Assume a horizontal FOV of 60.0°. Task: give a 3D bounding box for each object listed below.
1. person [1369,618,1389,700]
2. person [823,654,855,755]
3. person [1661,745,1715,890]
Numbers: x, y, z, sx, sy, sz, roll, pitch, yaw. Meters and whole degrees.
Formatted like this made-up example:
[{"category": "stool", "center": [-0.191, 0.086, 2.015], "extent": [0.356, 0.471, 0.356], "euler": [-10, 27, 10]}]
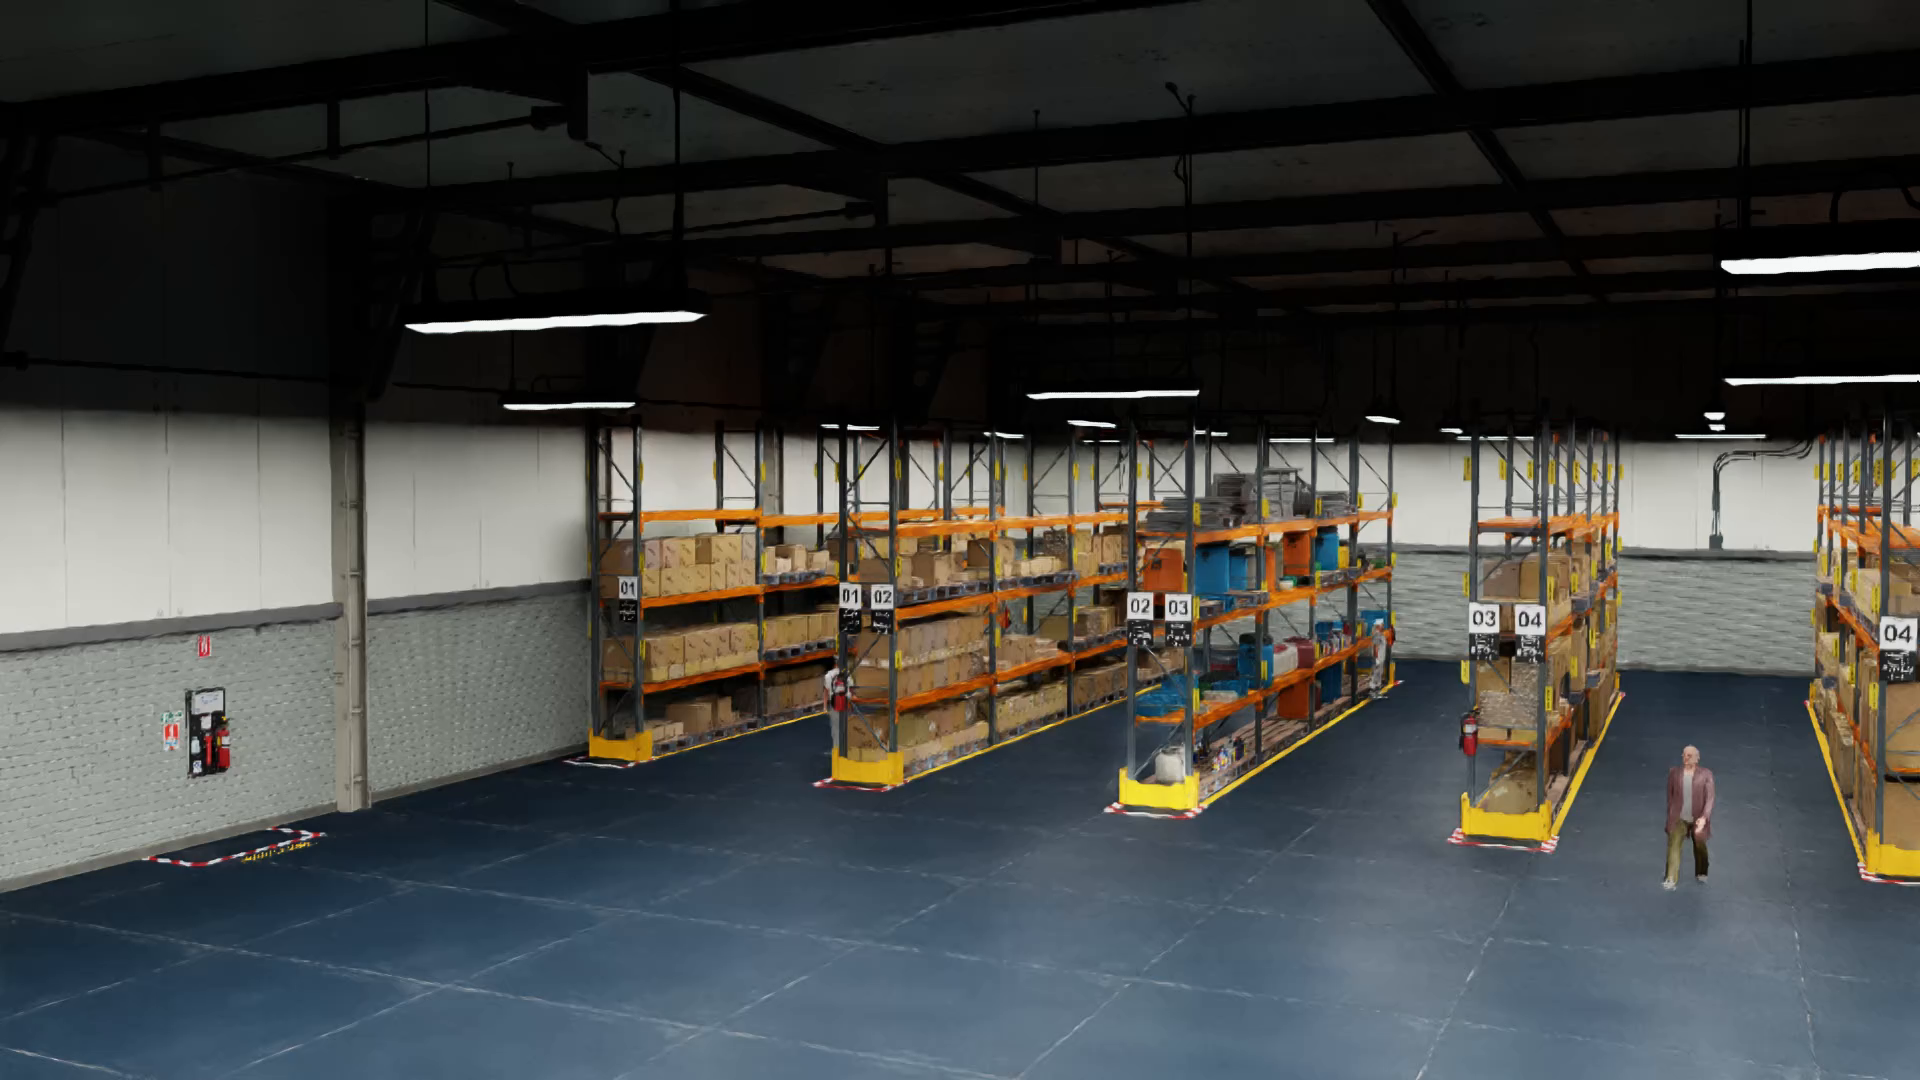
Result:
[{"category": "person", "center": [9.182, 2.596, 36.450], "extent": [0.399, 1.789, 0.645], "euler": [1, 3, 21]}, {"category": "person", "center": [-2.168, 2.900, 29.482], "extent": [0.654, 1.746, 0.580], "euler": [-2, 3, -38]}, {"category": "person", "center": [8.728, 3.307, 19.884], "extent": [0.573, 1.716, 1.103], "euler": [2, 3, 34]}]
